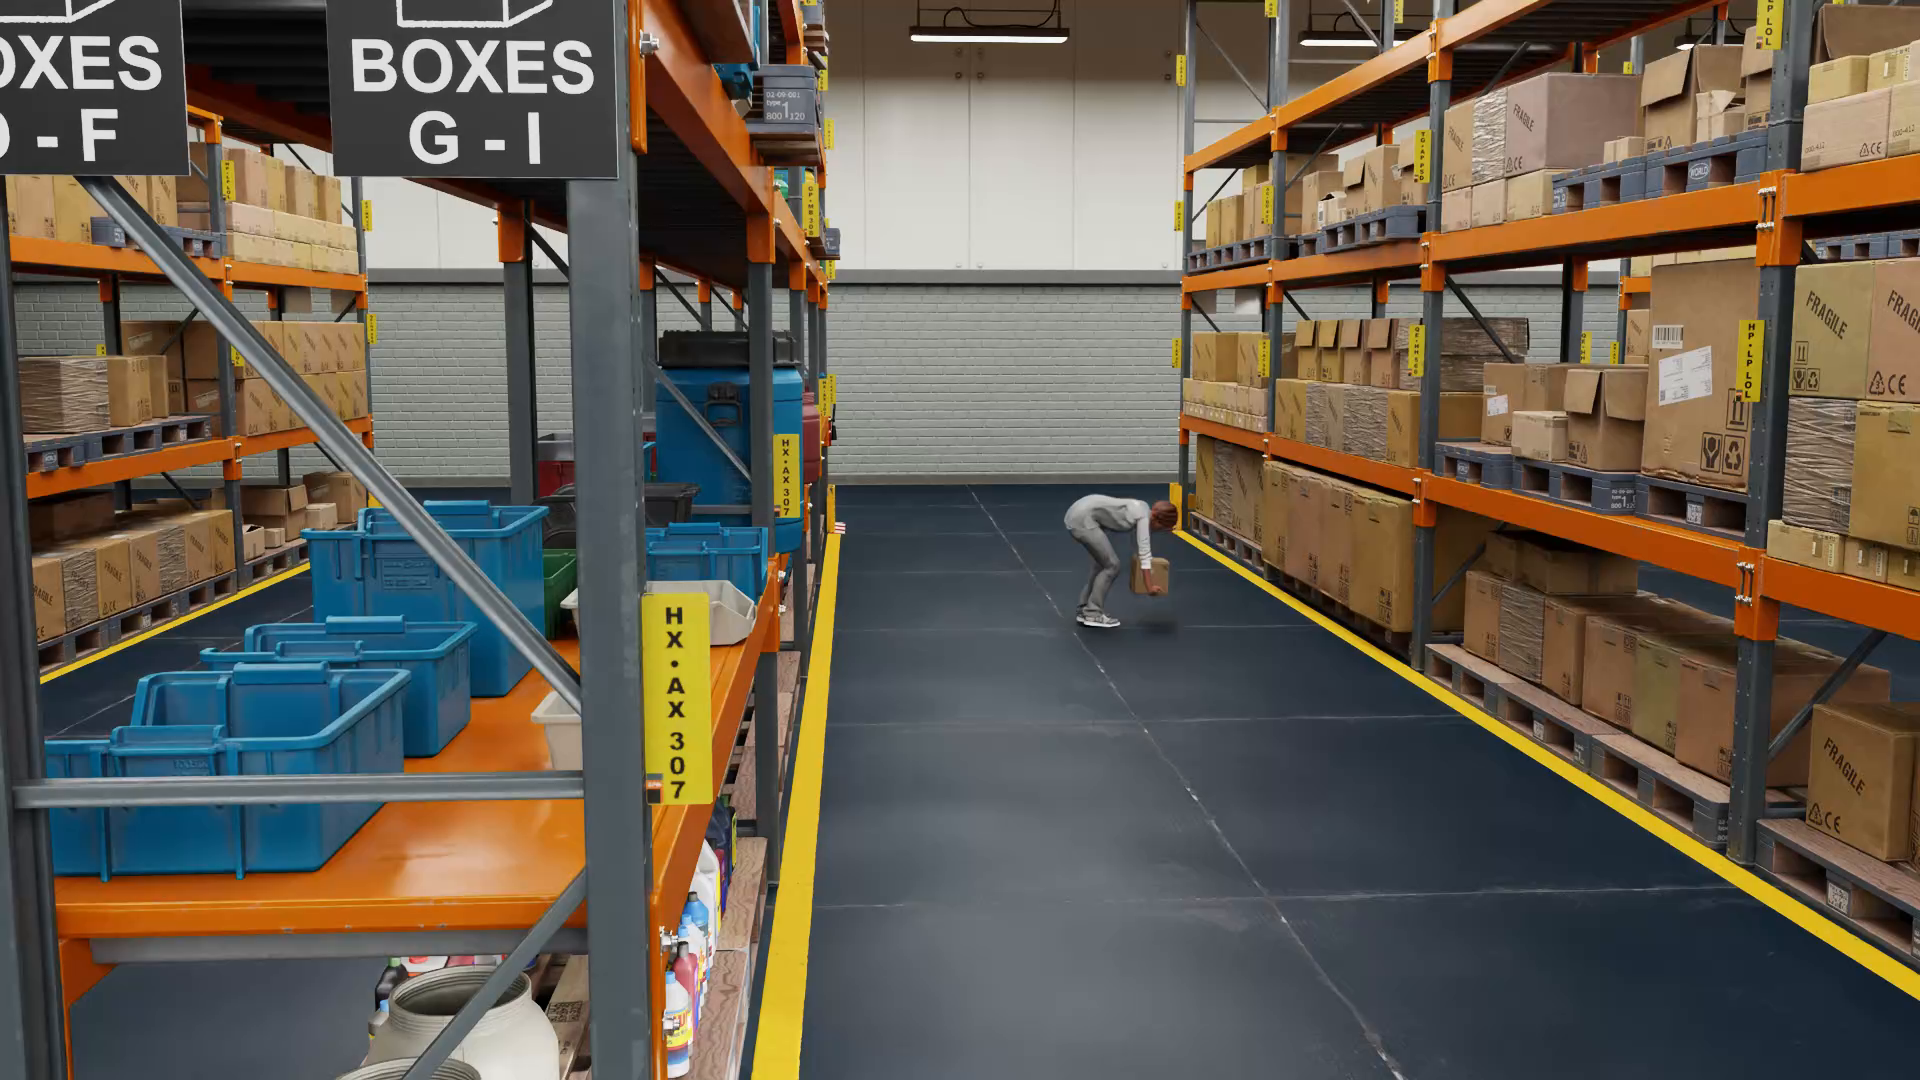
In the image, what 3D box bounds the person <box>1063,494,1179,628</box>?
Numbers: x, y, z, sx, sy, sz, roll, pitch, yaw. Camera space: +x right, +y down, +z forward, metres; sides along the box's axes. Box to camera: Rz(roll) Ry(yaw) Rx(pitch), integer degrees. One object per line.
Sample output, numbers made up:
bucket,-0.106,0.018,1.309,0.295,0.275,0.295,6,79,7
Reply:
person,1.214,0.151,12.550,0.871,0.990,0.396,-1,7,-6
